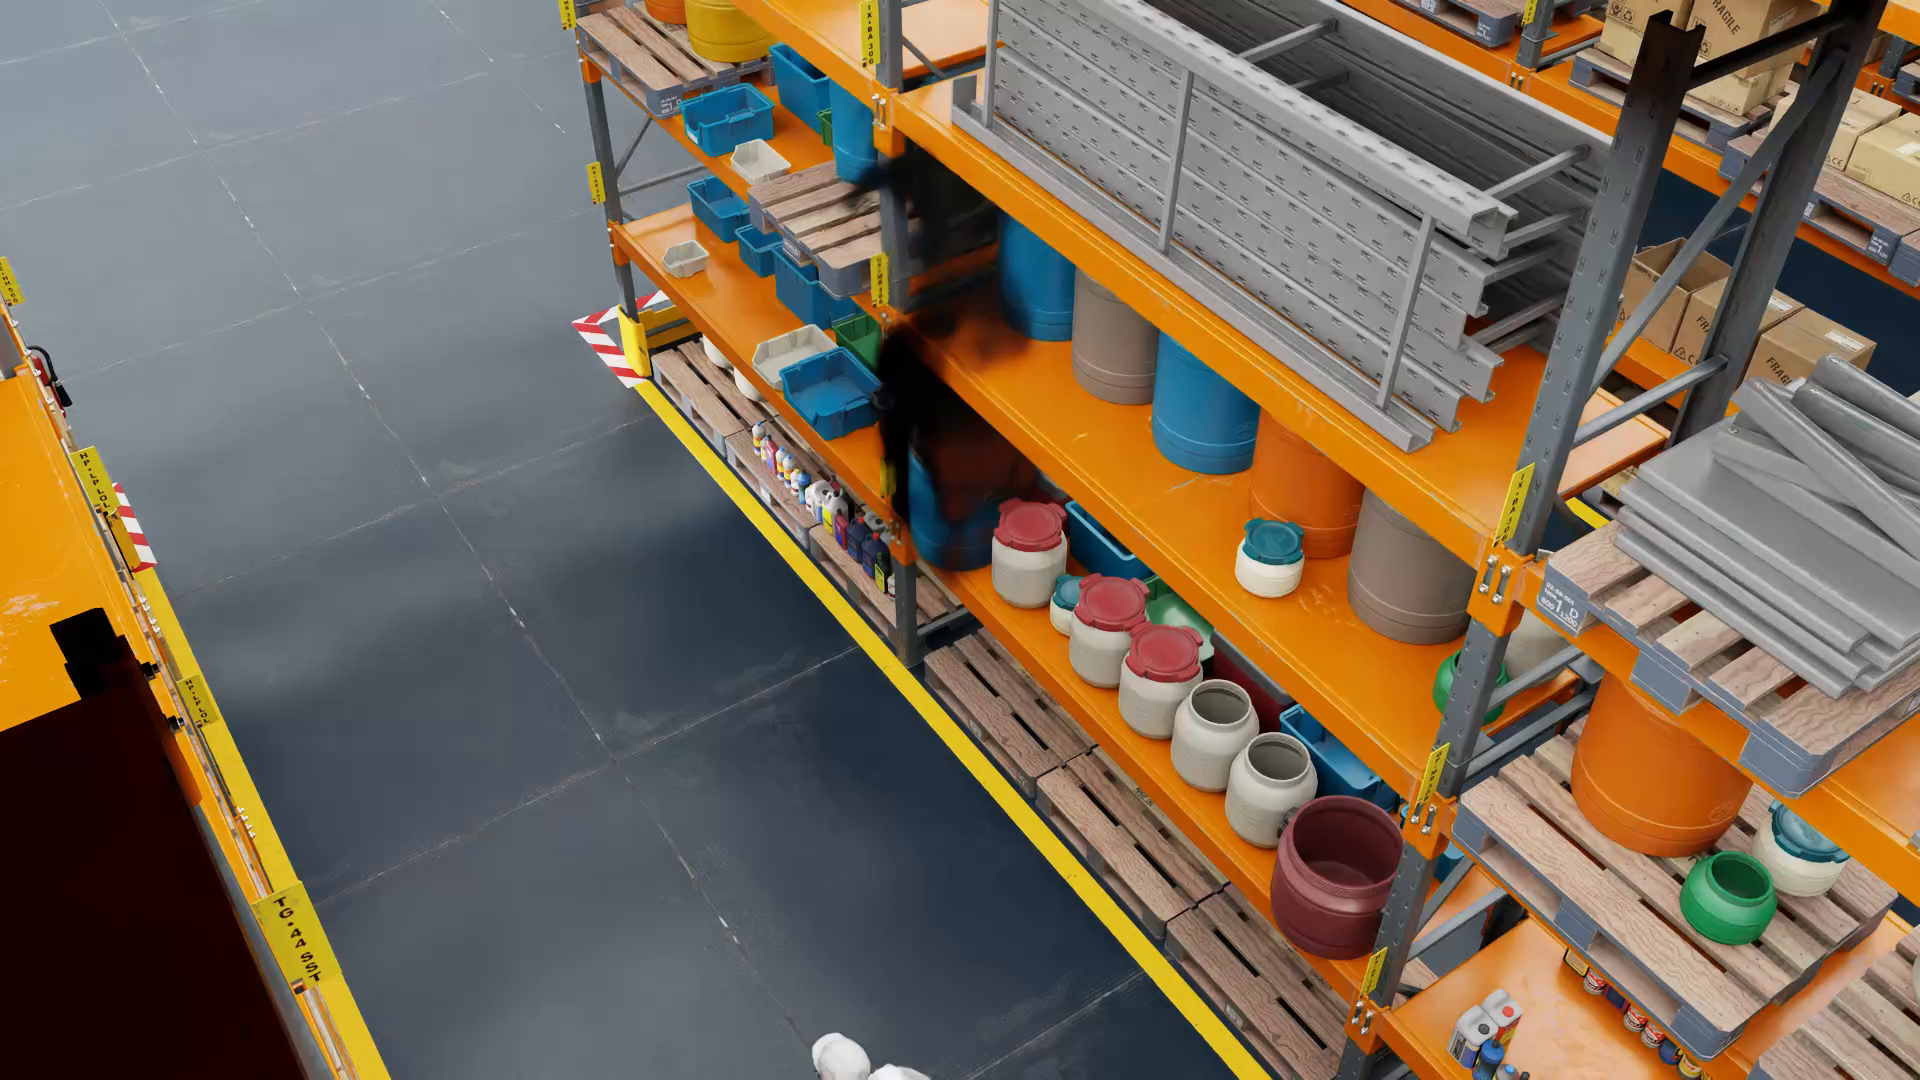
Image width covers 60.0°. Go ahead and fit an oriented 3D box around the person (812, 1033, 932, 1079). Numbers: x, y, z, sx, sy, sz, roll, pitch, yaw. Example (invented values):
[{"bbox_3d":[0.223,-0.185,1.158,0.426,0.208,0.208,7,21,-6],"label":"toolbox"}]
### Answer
[{"bbox_3d":[-0.331,2.798,7.363,0.769,1.510,0.674,33,52,31],"label":"person"}]
